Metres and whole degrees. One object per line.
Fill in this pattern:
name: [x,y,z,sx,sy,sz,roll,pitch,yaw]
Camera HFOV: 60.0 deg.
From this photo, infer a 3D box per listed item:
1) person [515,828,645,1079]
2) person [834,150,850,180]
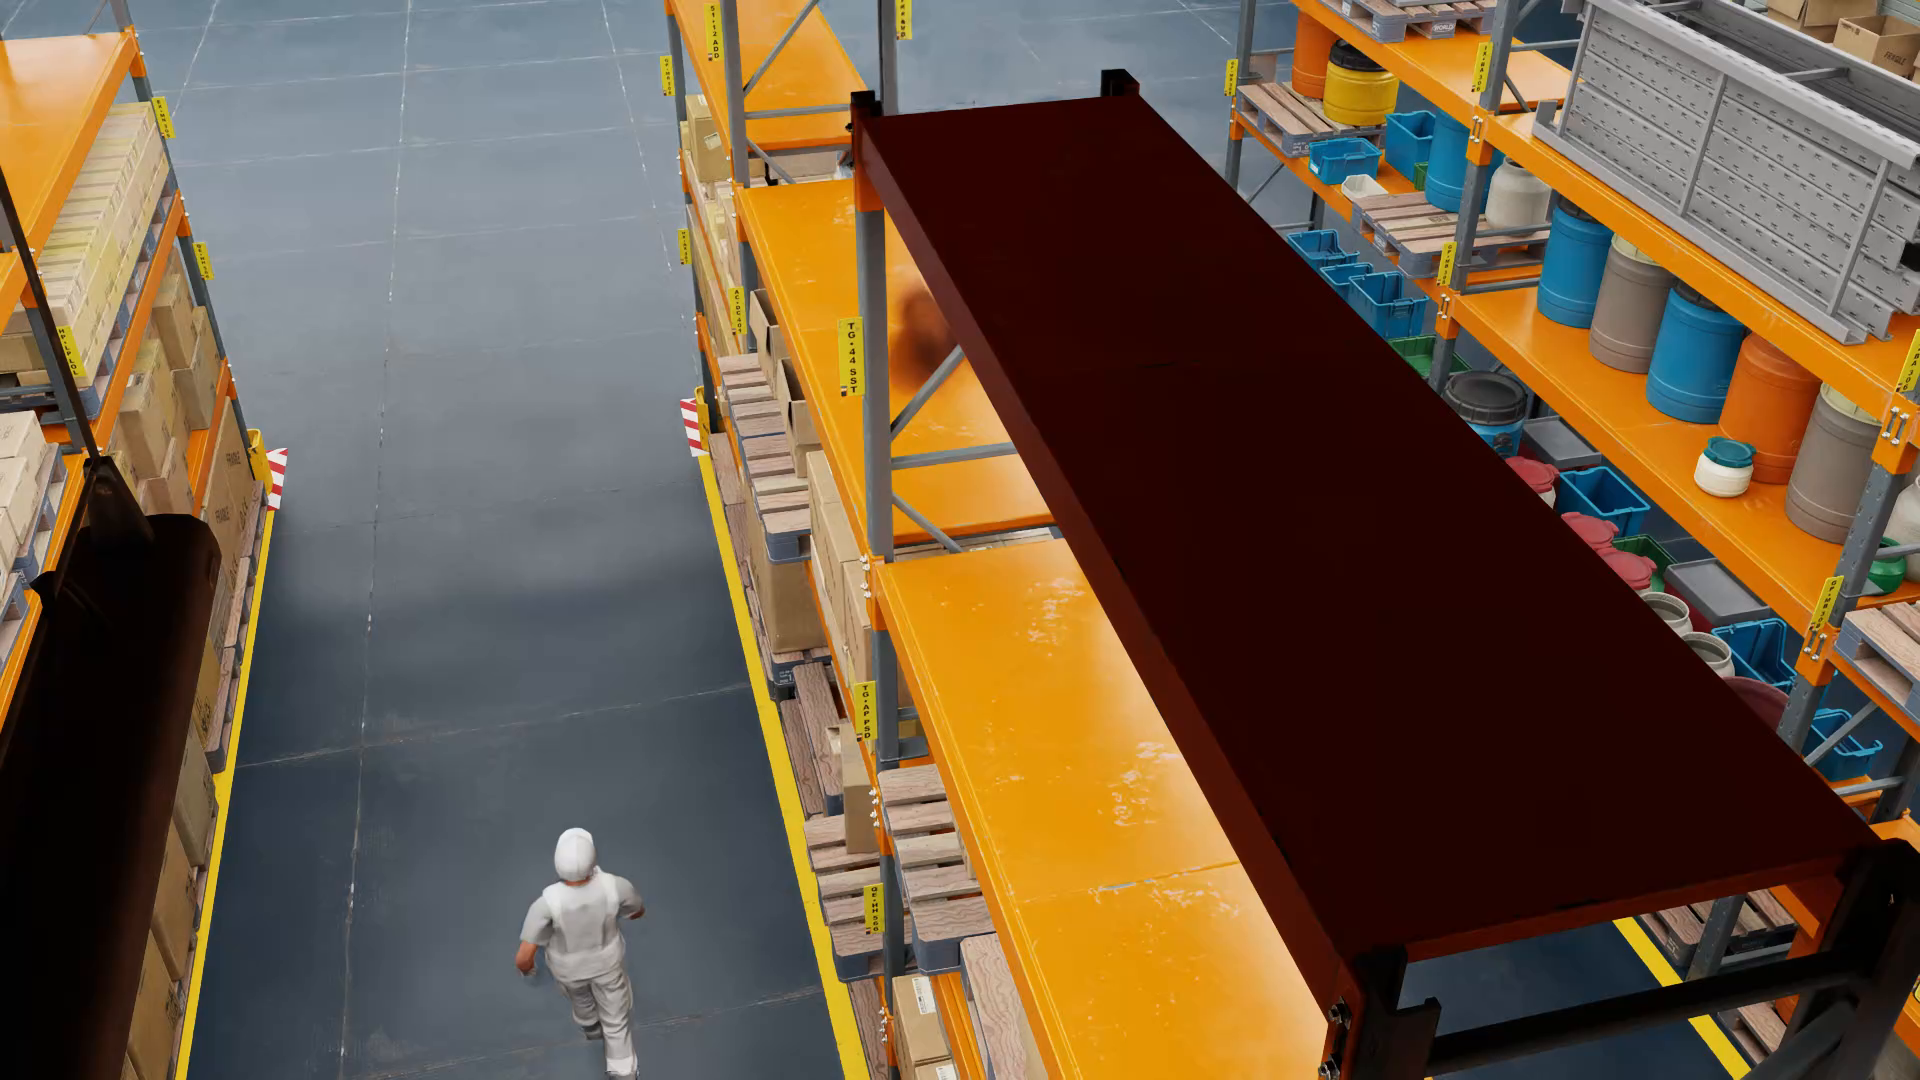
person: [-1.969,2.212,8.783,0.667,1.825,0.872,-8,35,-12]
person: [-1.435,-3.866,18.272,0.693,1.769,0.601,11,36,16]
